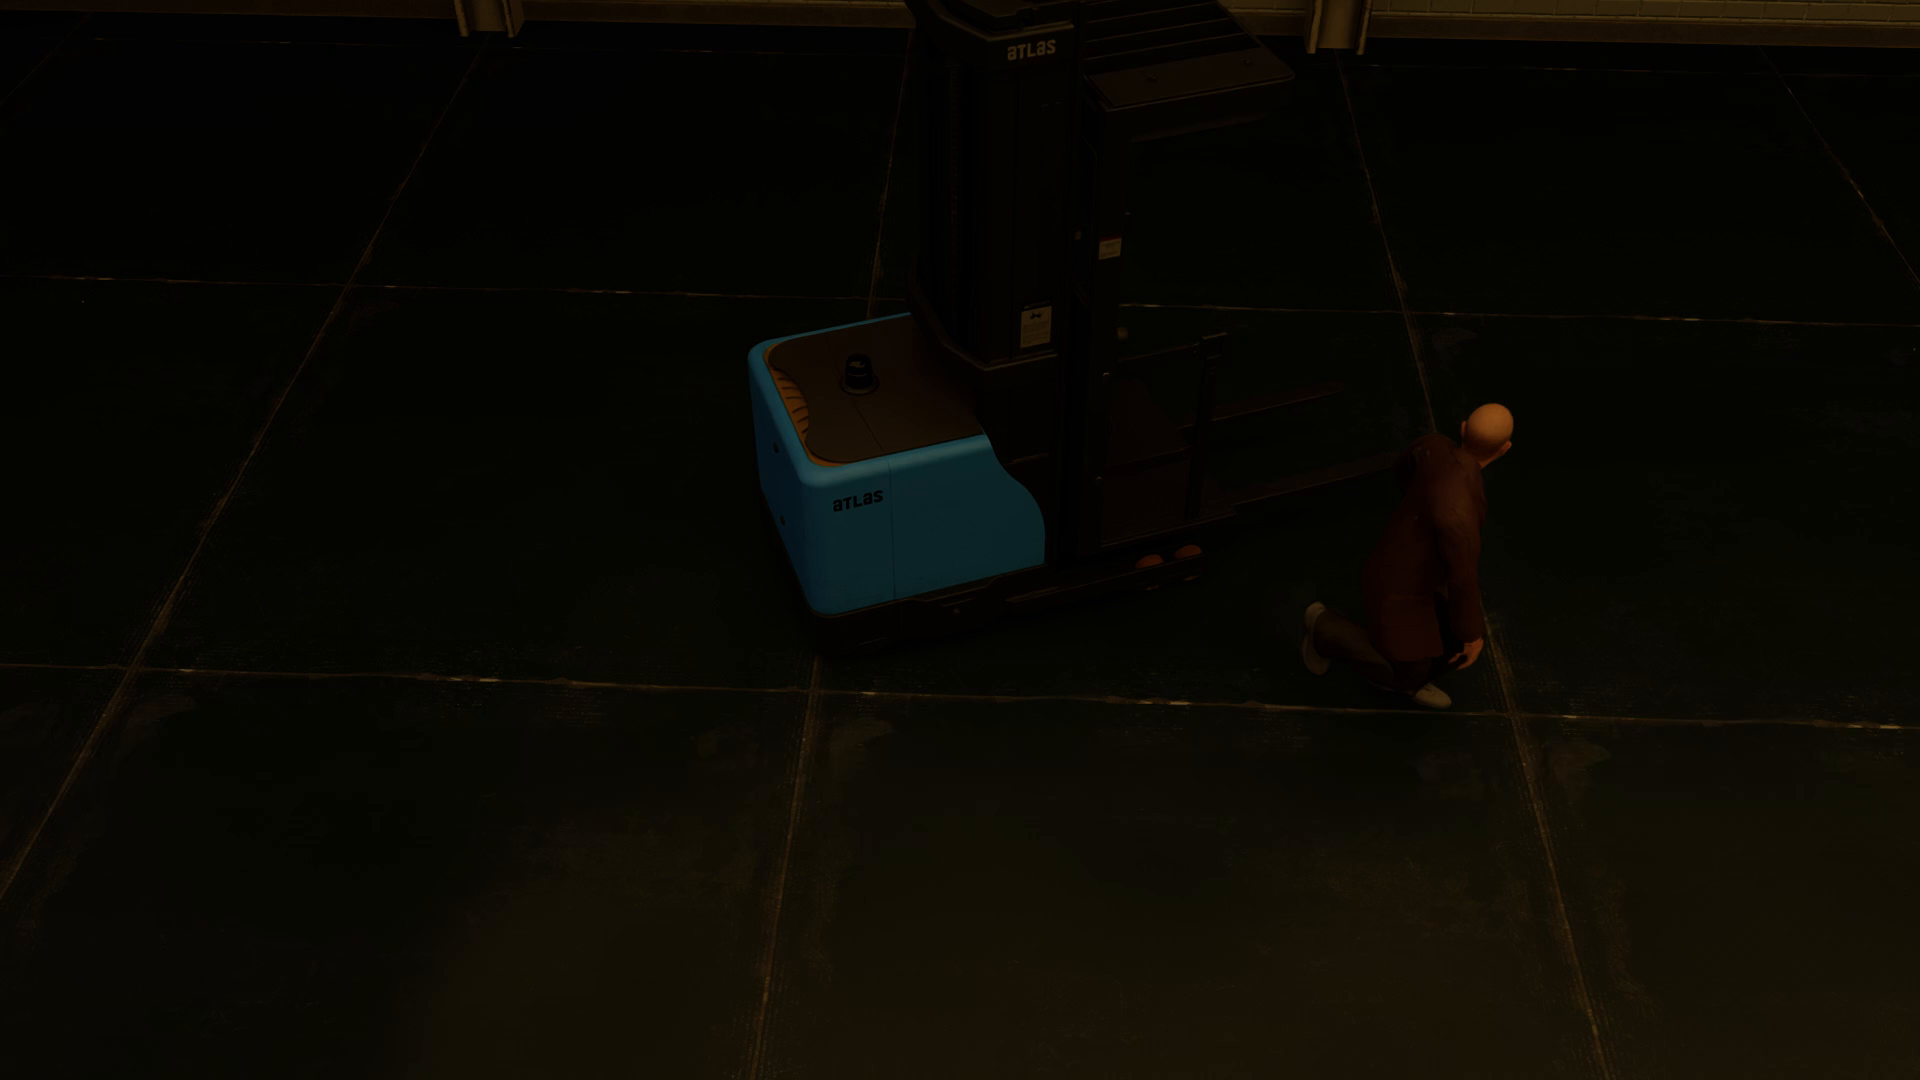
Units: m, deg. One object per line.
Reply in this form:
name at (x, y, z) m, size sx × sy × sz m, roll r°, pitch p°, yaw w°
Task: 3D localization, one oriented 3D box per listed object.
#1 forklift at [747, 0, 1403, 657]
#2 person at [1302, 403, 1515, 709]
forklift at (0.629, -1.175, 7.030) m, size 3.031 × 2.935 × 1.130 m, roll -13°, pitch 44°, yaw -14°
person at (1.830, 0.064, 6.721) m, size 0.750 × 1.560 × 0.744 m, roll 19°, pitch 46°, yaw 20°
